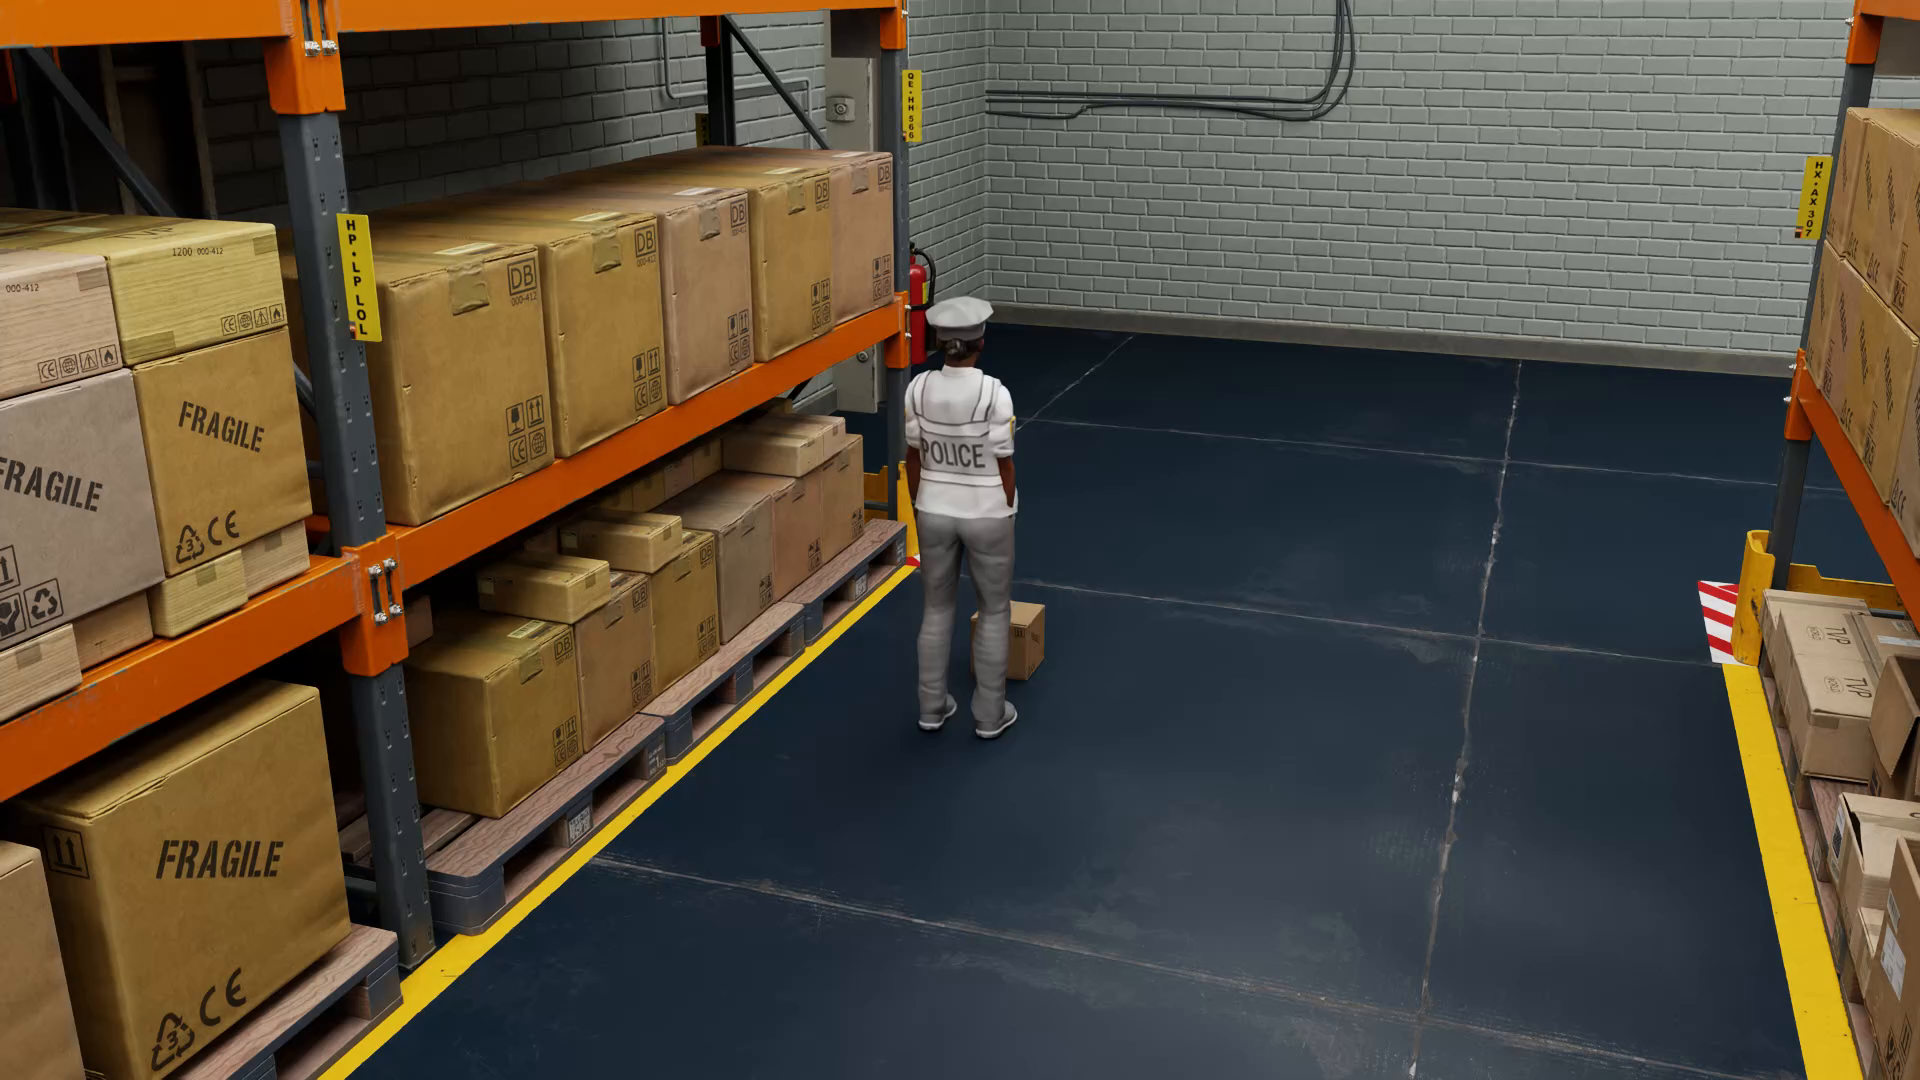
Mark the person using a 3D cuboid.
[{"bbox_3d":[0.009,-0.076,6.281,0.437,1.669,0.341,7,20,19],"label":"person"}]
